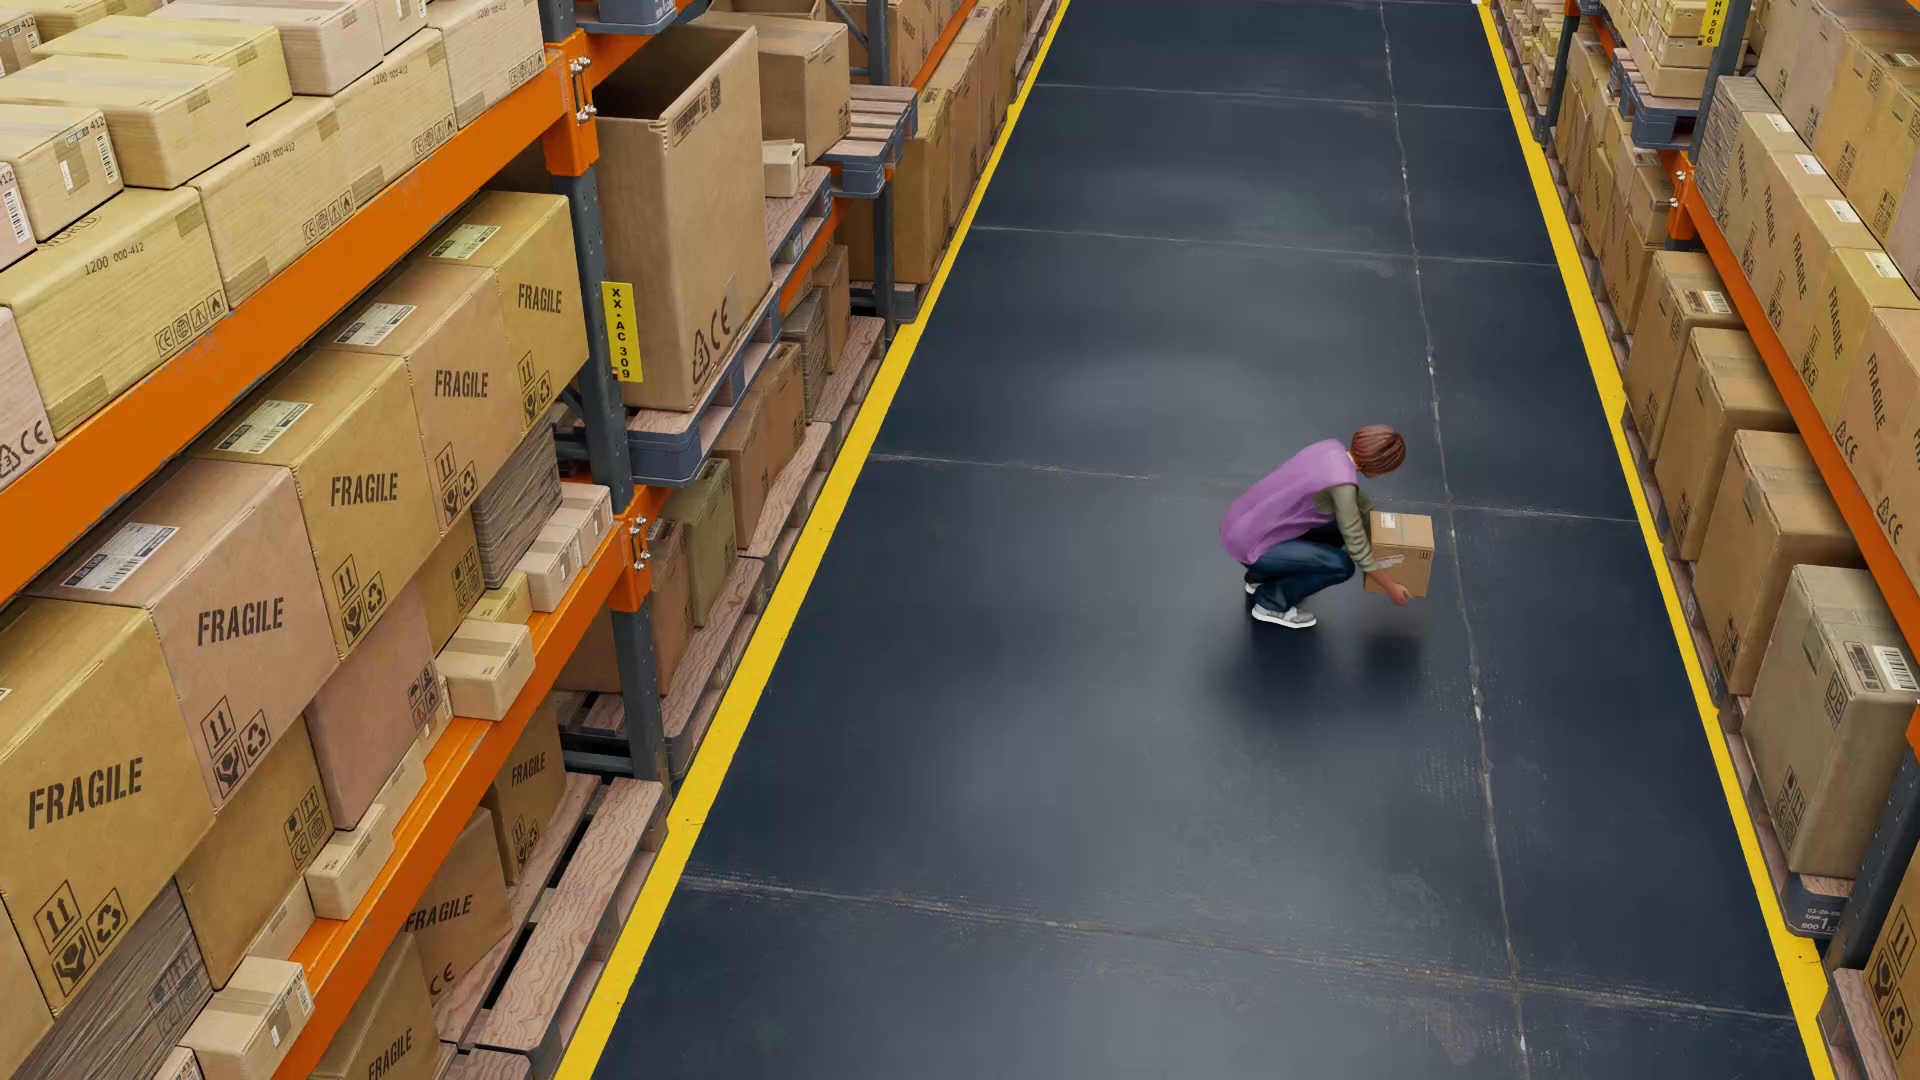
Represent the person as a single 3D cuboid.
[{"bbox_3d":[1.492,-0.063,6.915,0.809,0.881,0.447,5,33,8],"label":"person"}]
